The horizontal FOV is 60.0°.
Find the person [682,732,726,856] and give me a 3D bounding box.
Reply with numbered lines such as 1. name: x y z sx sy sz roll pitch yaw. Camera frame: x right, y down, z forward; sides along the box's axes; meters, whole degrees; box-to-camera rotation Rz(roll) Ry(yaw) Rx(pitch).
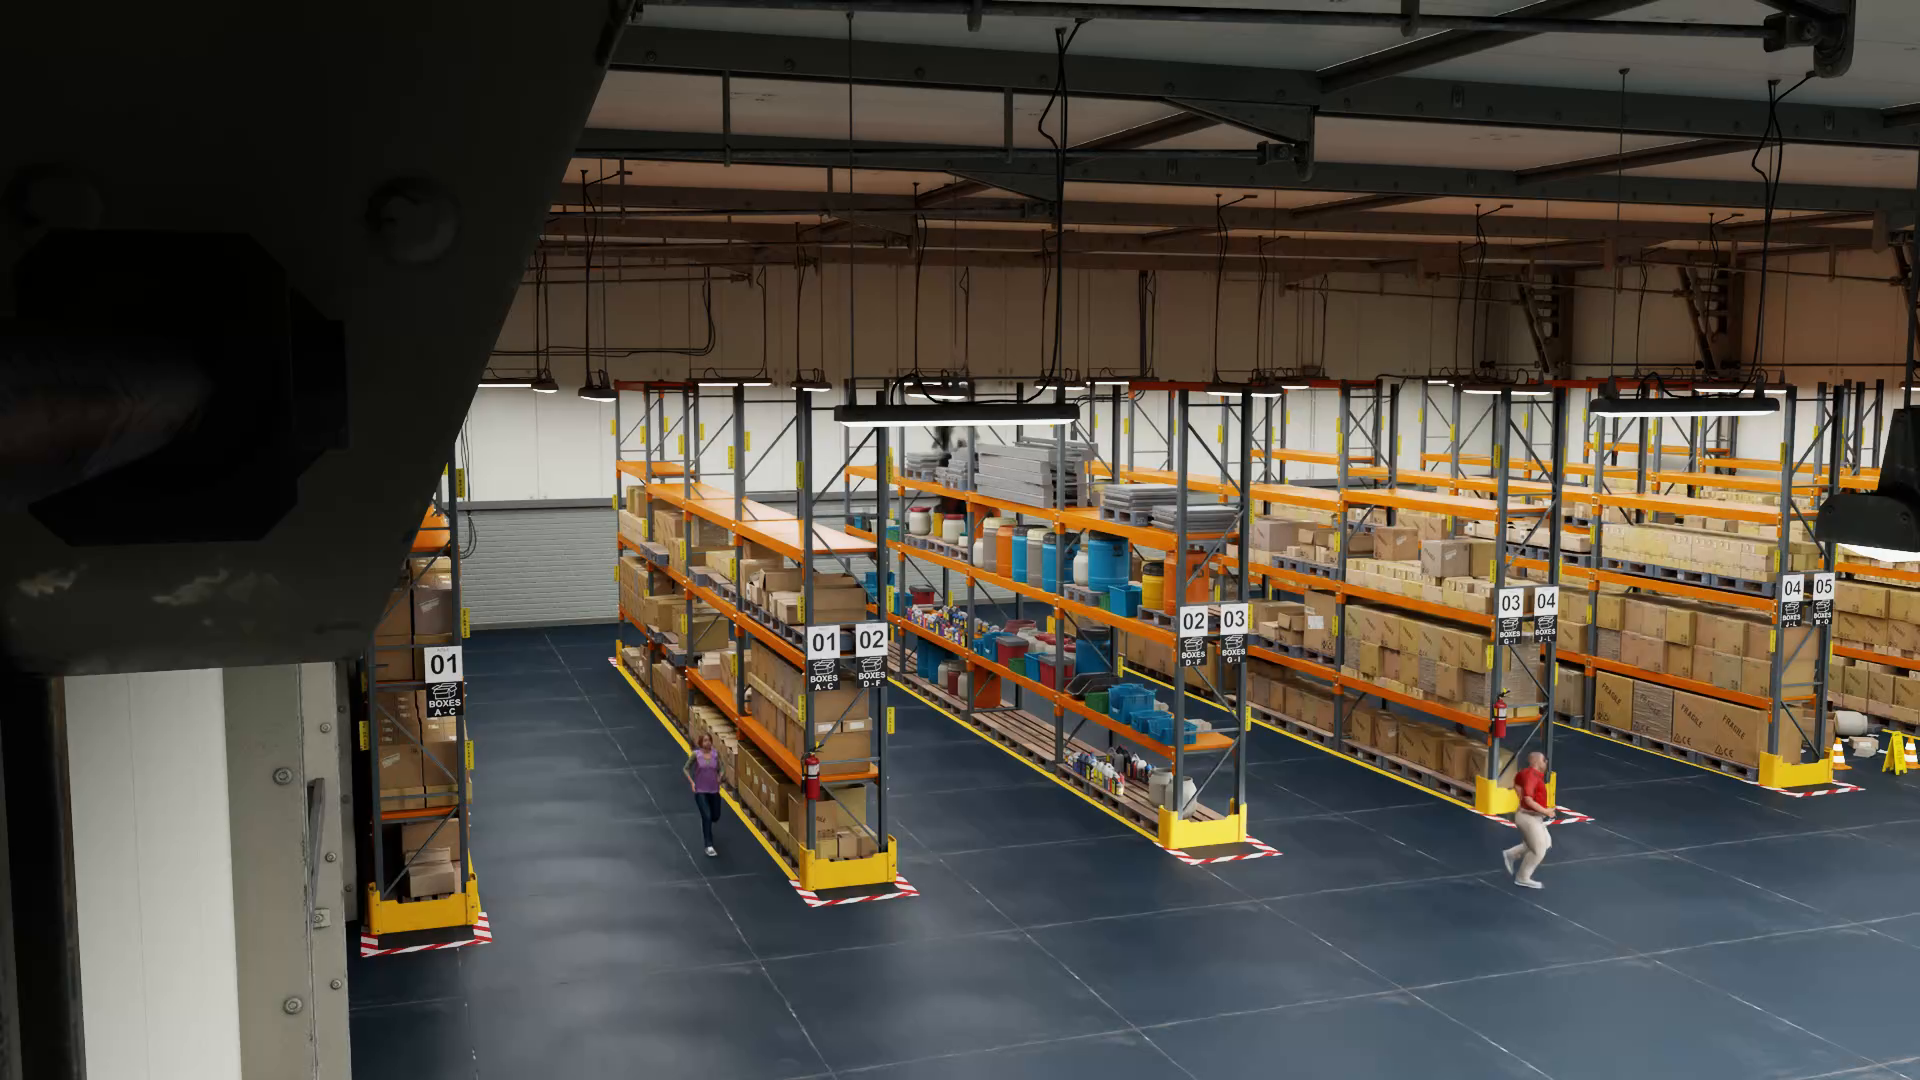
1. person: -3.314 3.267 21.641 0.547 1.563 0.755 -3 7 -24

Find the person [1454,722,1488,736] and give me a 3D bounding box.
1. person: 8.777 2.570 27.971 0.611 1.689 0.871 -3 7 -26

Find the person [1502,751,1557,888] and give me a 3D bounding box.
1. person: 6.889 3.380 20.104 0.592 1.687 0.677 1 6 14
